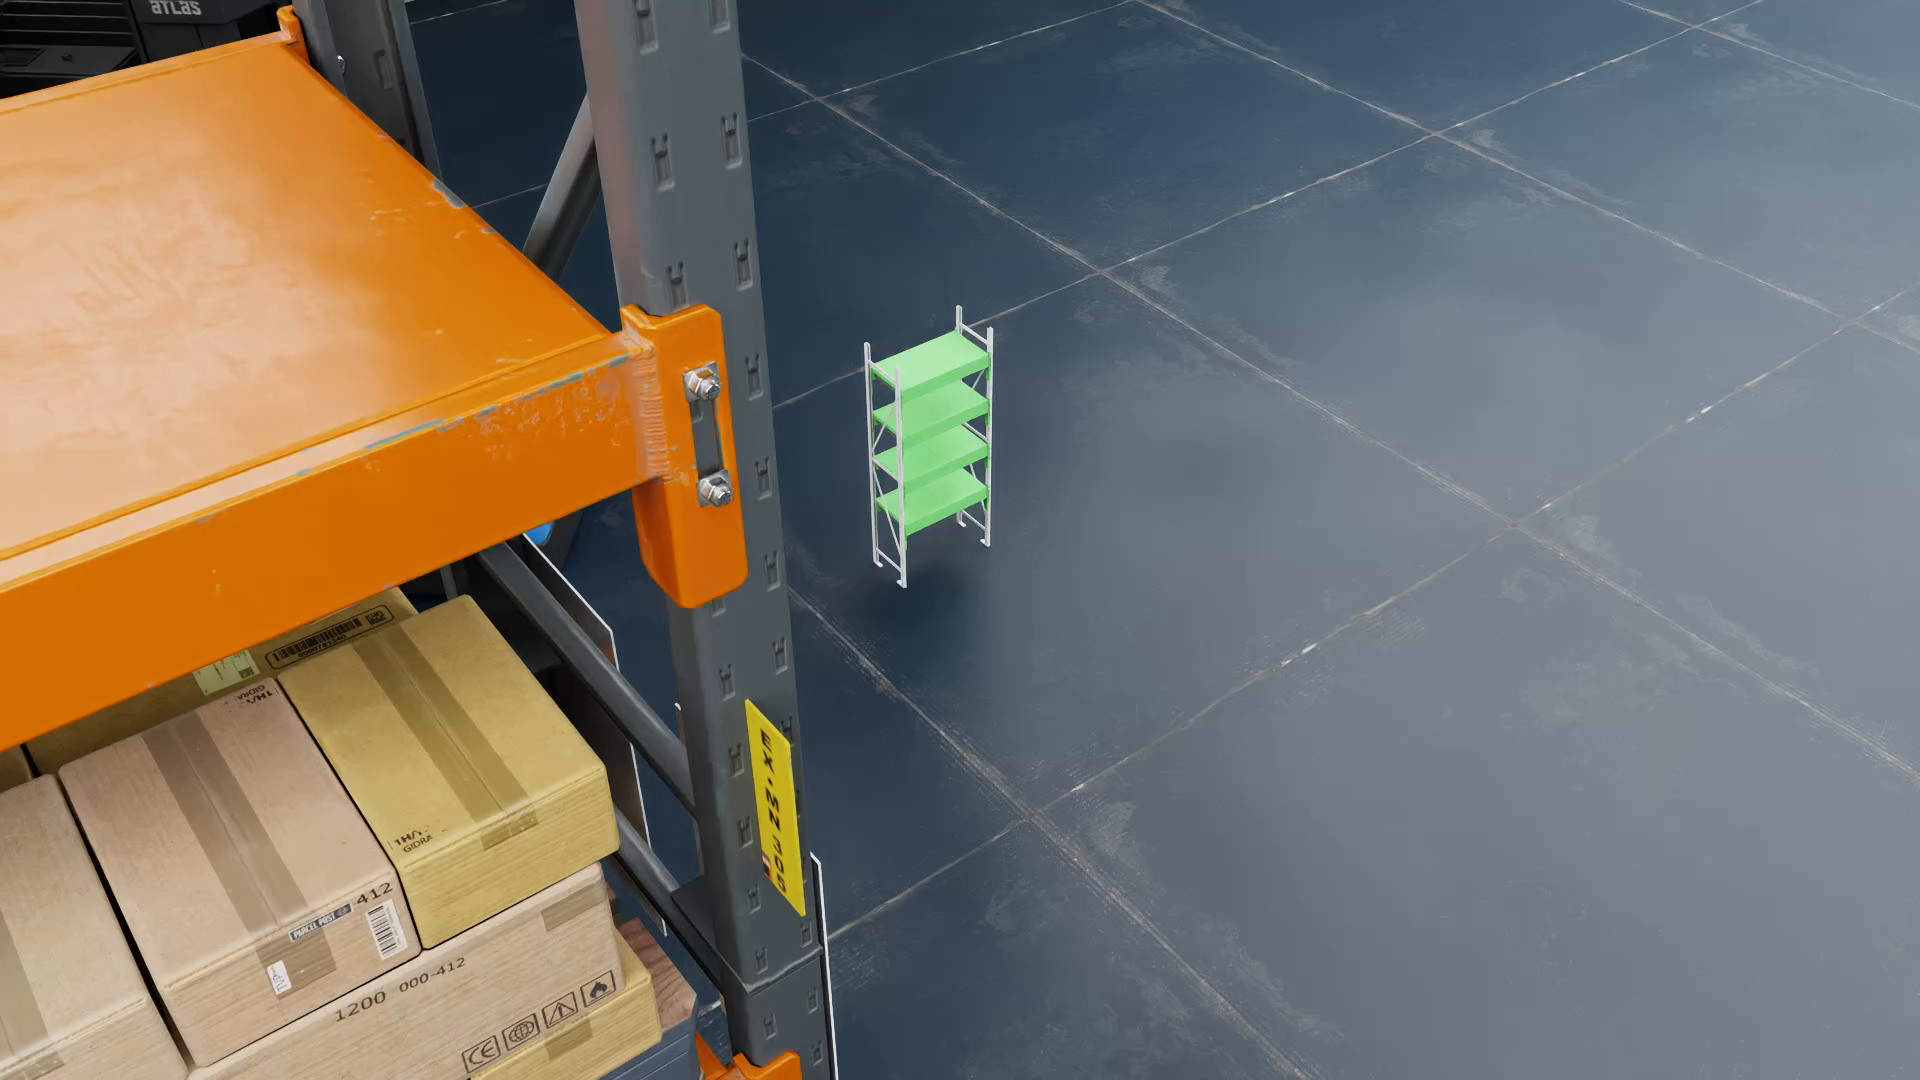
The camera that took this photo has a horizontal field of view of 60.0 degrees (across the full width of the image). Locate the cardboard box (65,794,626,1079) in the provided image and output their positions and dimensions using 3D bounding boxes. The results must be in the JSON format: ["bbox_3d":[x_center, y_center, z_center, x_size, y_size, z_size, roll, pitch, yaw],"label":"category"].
[{"bbox_3d":[-0.771,0.447,2.082,0.500,0.250,0.500,-25,46,-28],"label":"cardboard box"}]

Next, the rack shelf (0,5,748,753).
[{"bbox_3d":[-2.139,0.421,1.157,4.000,0.370,1.077,-26,46,-28],"label":"rack shelf"}]

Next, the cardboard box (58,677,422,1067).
[{"bbox_3d":[-0.813,0.360,1.874,0.250,0.149,0.380,-26,46,-28],"label":"cardboard box"}]

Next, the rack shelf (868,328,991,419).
[{"bbox_3d":[-0.131,-0.722,7.161,0.480,0.148,0.258,-26,46,-28],"label":"rack shelf"}]

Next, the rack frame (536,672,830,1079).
[{"bbox_3d":[-0.554,1.535,3.647,0.127,3.000,1.000,-26,46,-28],"label":"rack frame"}]

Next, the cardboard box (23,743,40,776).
[{"bbox_3d":[-1.421,0.438,2.407,0.250,0.149,0.380,-26,46,-28],"label":"cardboard box"}]

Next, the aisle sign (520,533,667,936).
[{"bbox_3d":[-0.680,0.352,3.040,0.004,0.787,0.394,-26,46,-28],"label":"aisle sign"}]

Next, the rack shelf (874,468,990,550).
[{"bbox_3d":[-0.131,-0.165,7.618,0.480,0.148,0.258,-26,46,-28],"label":"rack shelf"}]

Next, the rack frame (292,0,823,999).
[{"bbox_3d":[-0.554,-0.784,1.745,0.127,3.000,1.000,-26,46,-28],"label":"rack frame"}]

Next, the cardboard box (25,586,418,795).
[{"bbox_3d":[-1.093,0.175,2.414,0.500,0.250,0.500,-26,46,-28],"label":"cardboard box"}]

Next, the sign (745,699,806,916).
[{"bbox_3d":[-0.234,0.342,2.101,0.005,0.325,0.100,-26,46,-28],"label":"sign"}]

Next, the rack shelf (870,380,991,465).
[{"bbox_3d":[-0.131,-0.536,7.313,0.480,0.148,0.258,-26,46,-28],"label":"rack shelf"}]

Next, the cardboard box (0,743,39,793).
[{"bbox_3d":[-1.494,0.372,2.174,0.500,0.250,0.500,-27,46,-29],"label":"cardboard box"}]

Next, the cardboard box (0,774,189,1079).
[{"bbox_3d":[-1.016,0.459,1.754,0.250,0.149,0.380,-25,46,-27],"label":"cardboard box"}]

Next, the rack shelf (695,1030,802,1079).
[{"bbox_3d":[-2.139,1.426,1.982,4.000,0.370,1.077,-26,46,-28],"label":"rack shelf"}]

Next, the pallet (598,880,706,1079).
[{"bbox_3d":[-1.135,0.702,2.368,1.213,0.211,1.003,-26,46,-28],"label":"pallet"}]

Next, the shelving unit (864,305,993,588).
[{"bbox_3d":[-0.131,-0.400,7.425,0.503,1.200,0.258,-26,46,-28],"label":"shelving unit"}]

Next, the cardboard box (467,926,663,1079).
[{"bbox_3d":[-0.611,0.570,2.246,0.250,0.149,0.380,-26,46,-28],"label":"cardboard box"}]

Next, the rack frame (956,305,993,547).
[{"bbox_3d":[0.062,-0.494,7.540,0.015,1.200,0.240,-26,46,-28],"label":"rack frame"}]

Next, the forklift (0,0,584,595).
[{"bbox_3d":[-3.315,-1.223,7.063,3.031,2.935,1.130,2,39,3],"label":"forklift"}]

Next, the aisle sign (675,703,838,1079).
[{"bbox_3d":[-0.315,0.653,2.672,0.004,0.787,0.394,-26,46,-28],"label":"aisle sign"}]

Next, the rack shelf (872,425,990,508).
[{"bbox_3d":[-0.131,-0.351,7.466,0.480,0.148,0.258,-26,46,-28],"label":"rack shelf"}]

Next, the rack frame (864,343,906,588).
[{"bbox_3d":[-0.325,-0.306,7.310,0.015,1.200,0.240,-26,46,-28],"label":"rack frame"}]

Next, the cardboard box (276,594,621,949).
[{"bbox_3d":[-0.614,0.264,1.991,0.250,0.149,0.380,-26,46,-28],"label":"cardboard box"}]
